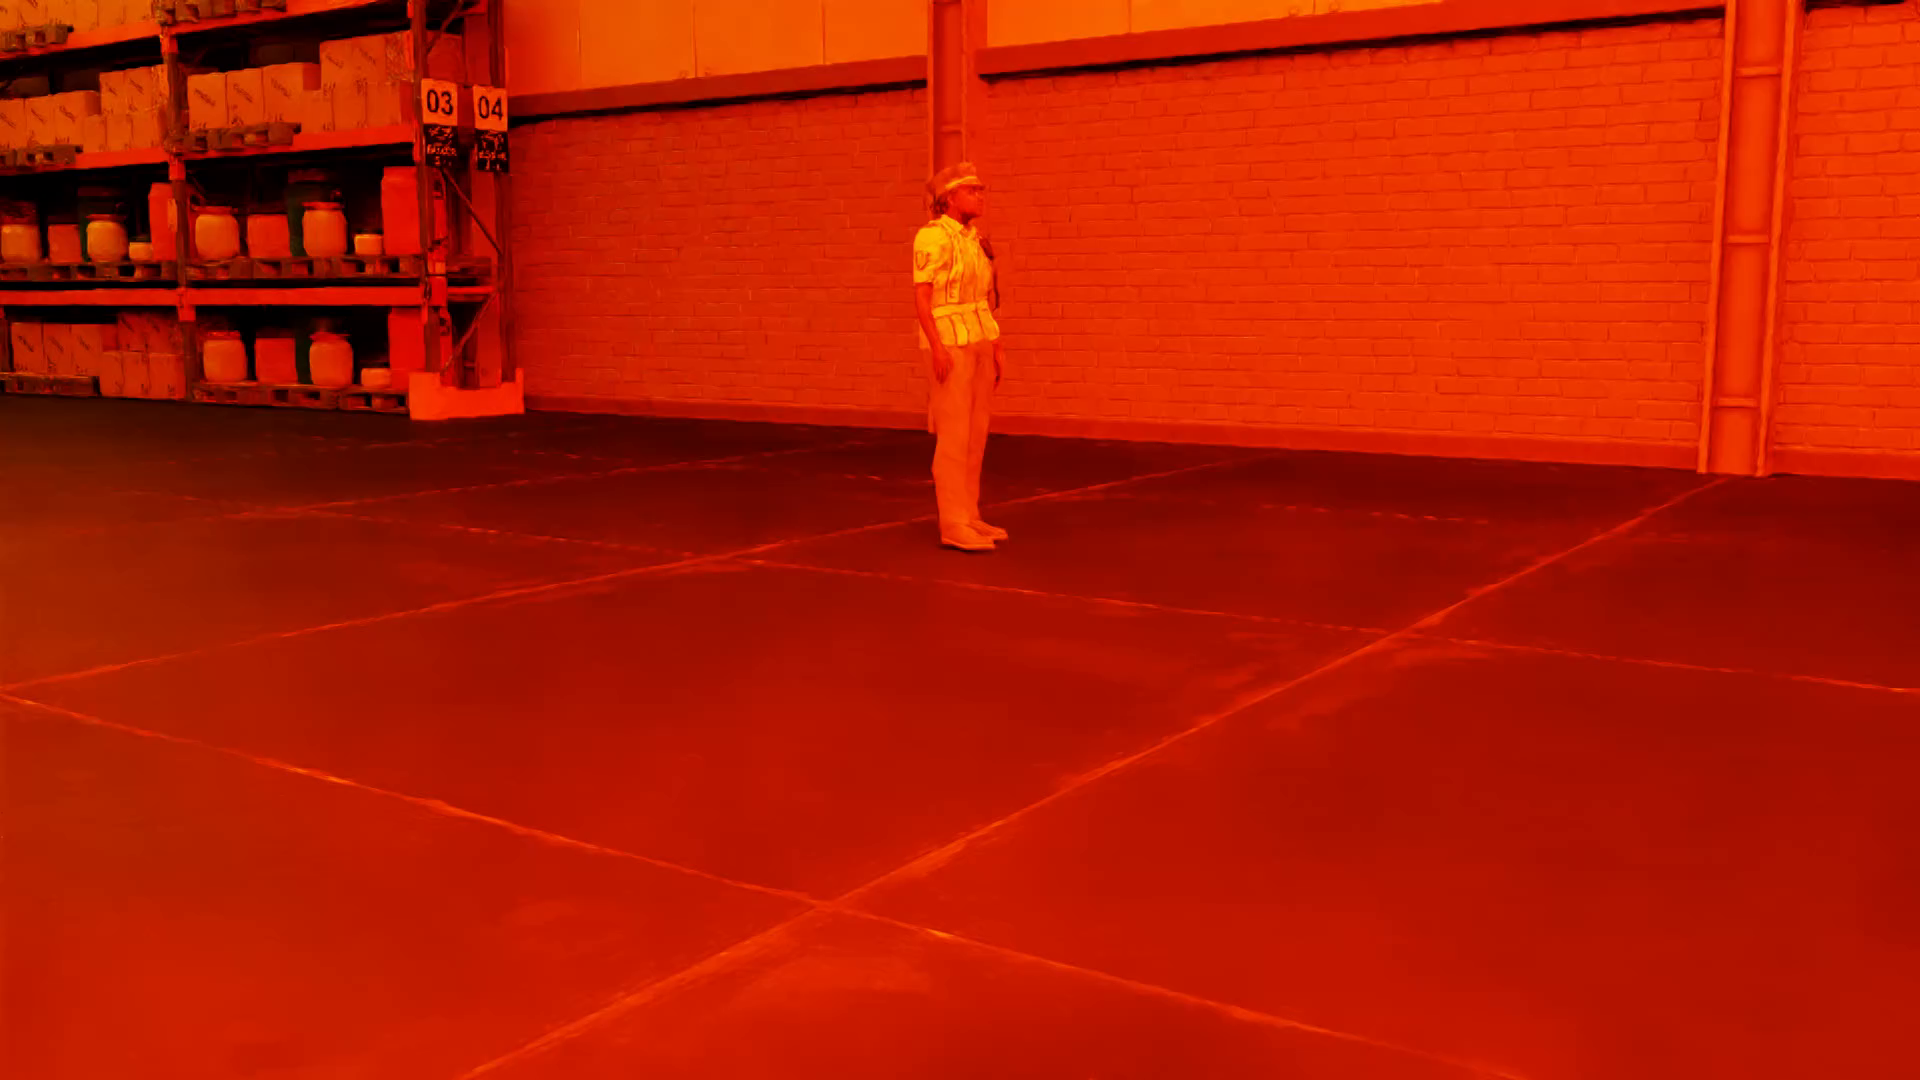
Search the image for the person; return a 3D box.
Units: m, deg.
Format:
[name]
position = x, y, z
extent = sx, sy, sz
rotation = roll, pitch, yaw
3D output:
[person]
position = 0.051, -0.838, 7.426
extent = 0.529, 1.695, 0.570
rotation = 5, 10, 34
